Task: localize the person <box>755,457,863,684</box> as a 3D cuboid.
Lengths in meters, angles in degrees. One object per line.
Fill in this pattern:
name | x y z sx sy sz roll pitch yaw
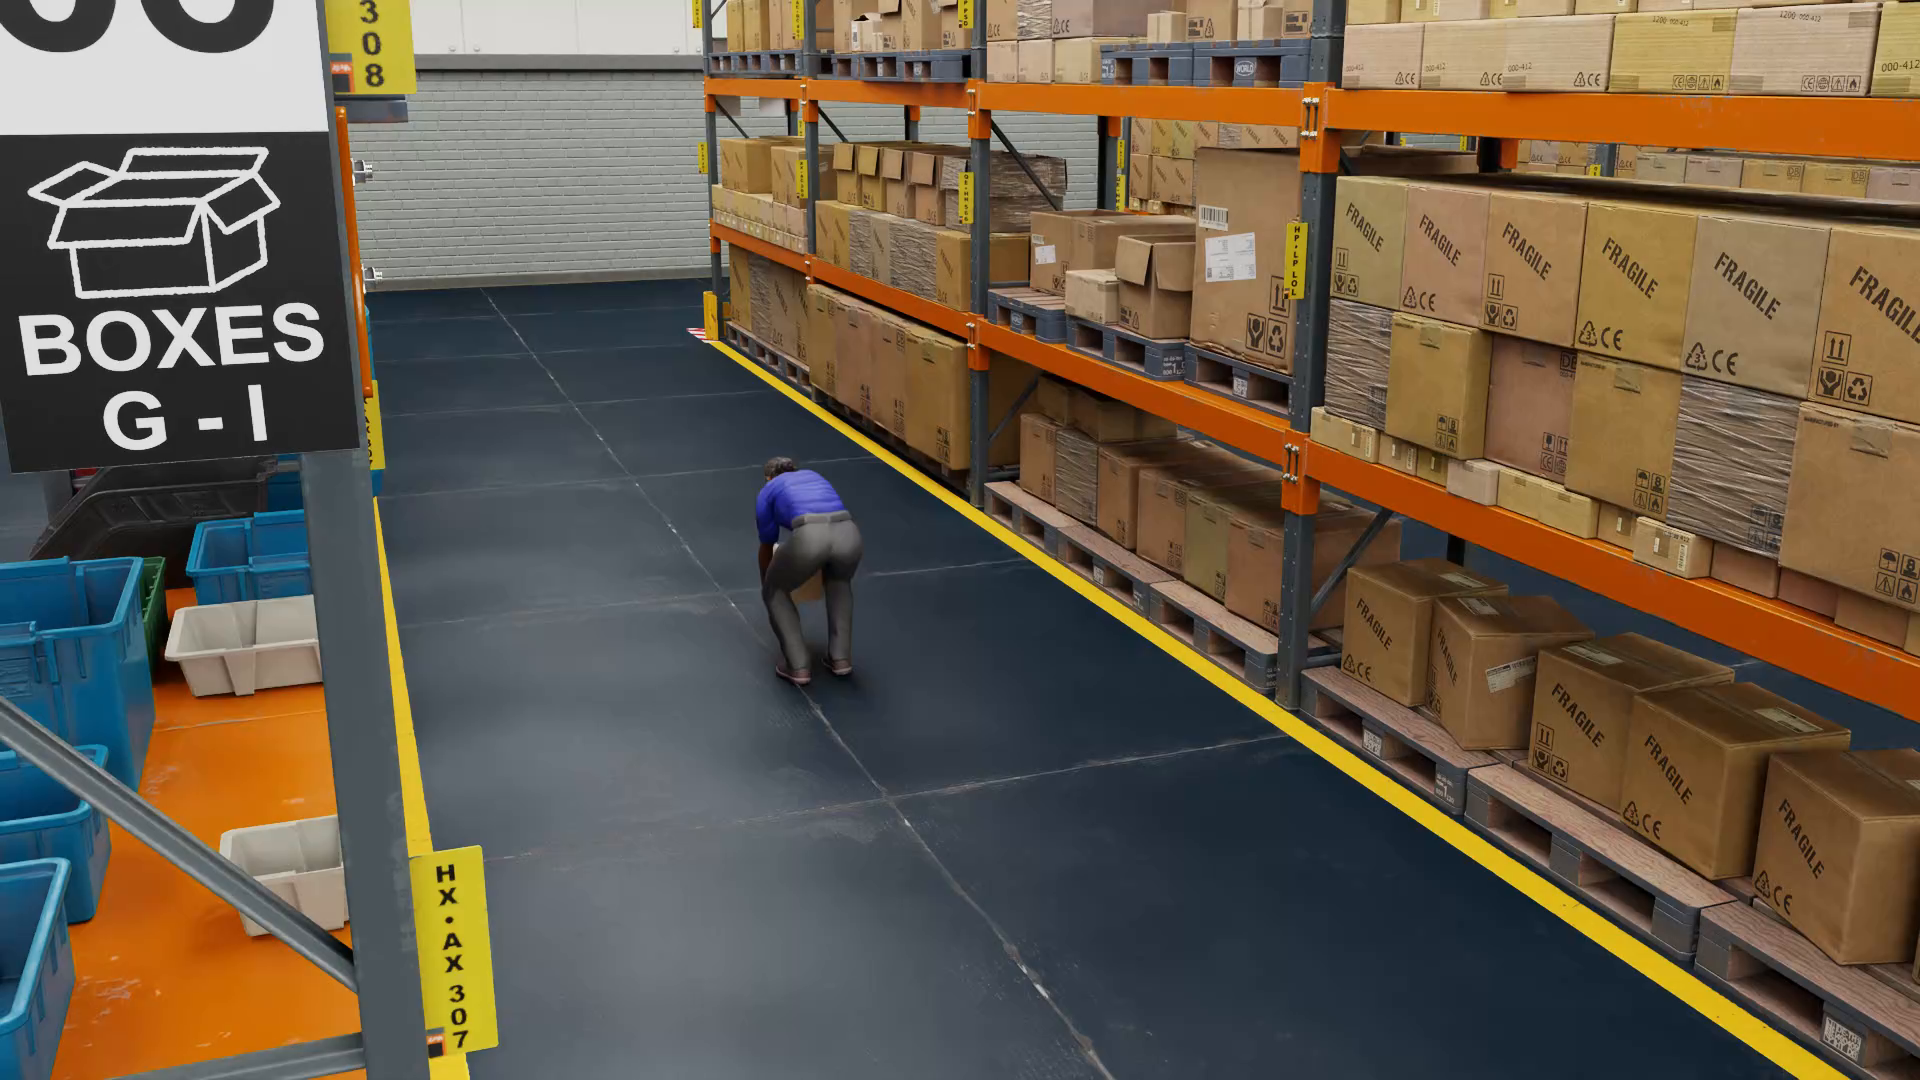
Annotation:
person | -0.769 0.140 8.238 0.456 1.012 0.860 -7 17 -23
